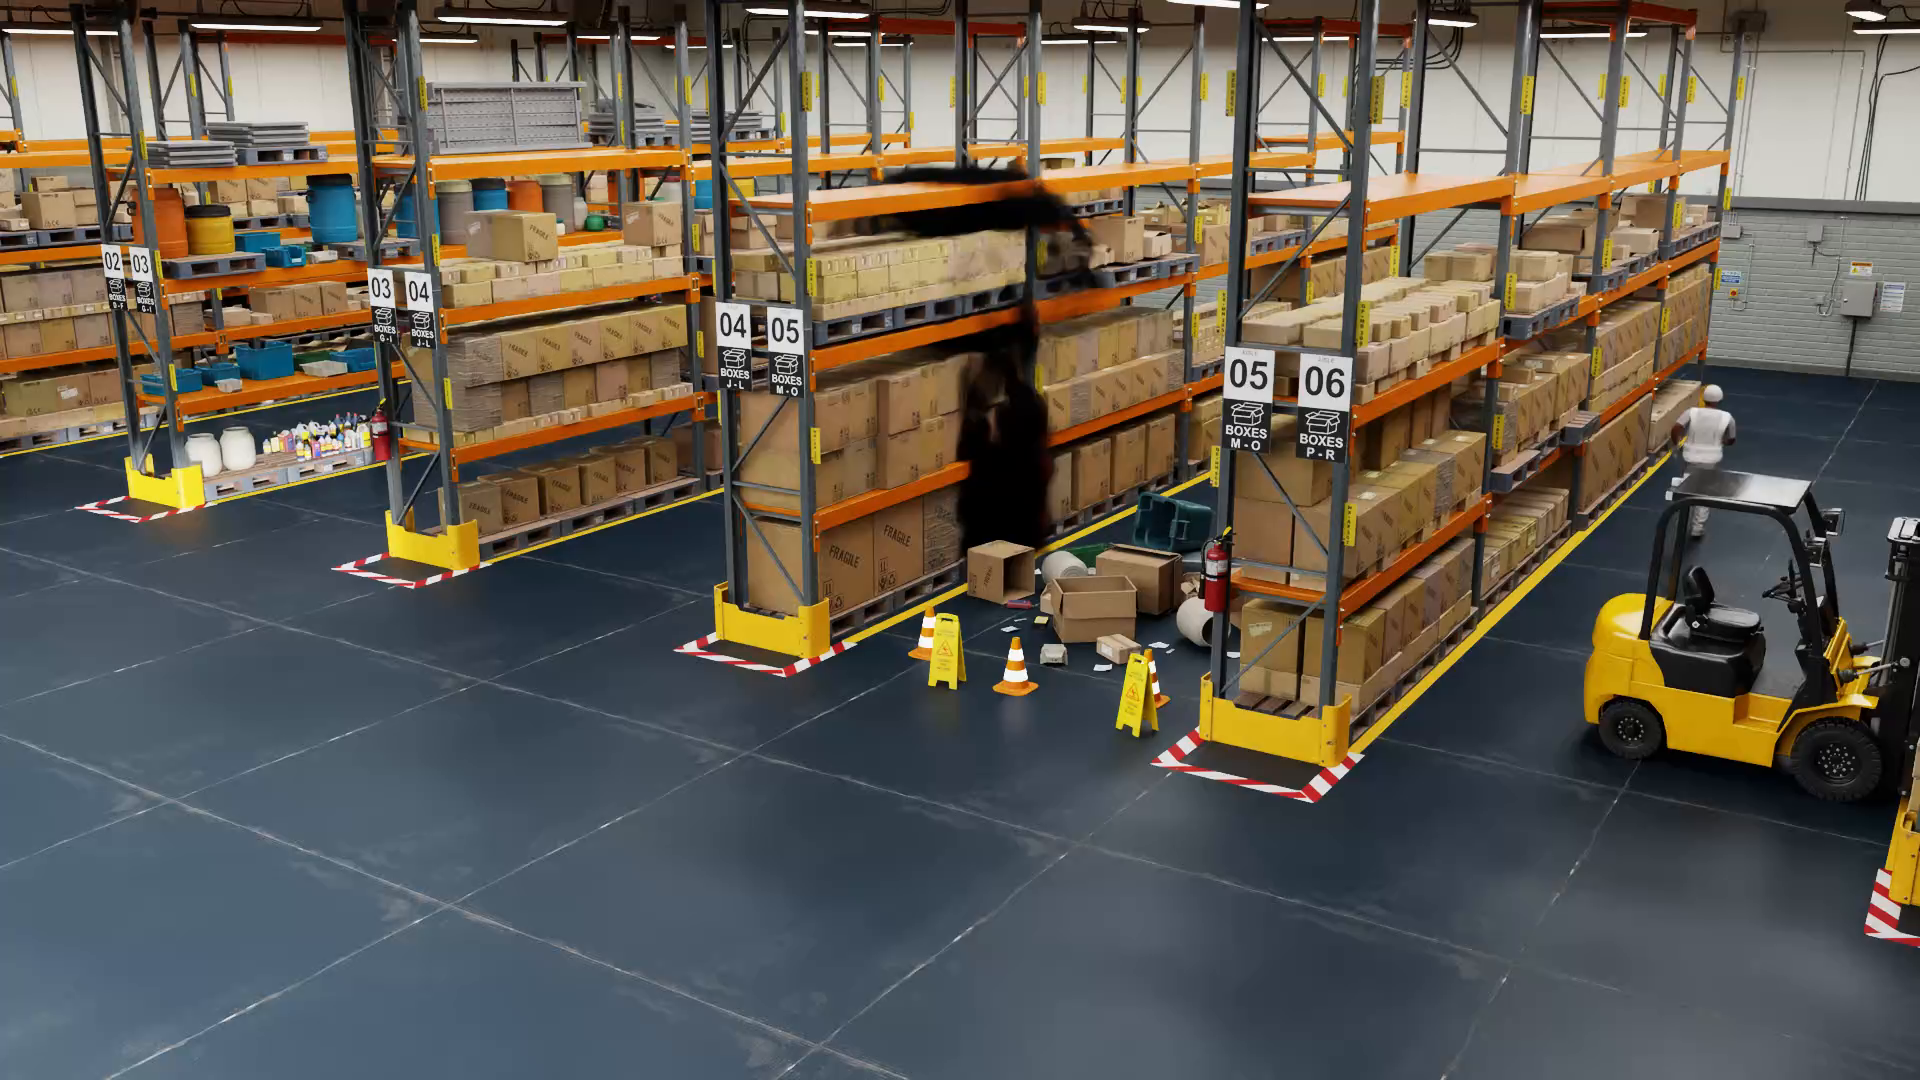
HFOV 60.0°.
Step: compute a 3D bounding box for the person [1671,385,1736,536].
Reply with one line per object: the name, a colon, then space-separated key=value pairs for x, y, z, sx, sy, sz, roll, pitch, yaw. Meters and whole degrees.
person: x=8.608 y=-0.949 z=19.293 sx=0.655 sy=1.750 sz=0.731 roll=9 pitch=18 yaw=30
